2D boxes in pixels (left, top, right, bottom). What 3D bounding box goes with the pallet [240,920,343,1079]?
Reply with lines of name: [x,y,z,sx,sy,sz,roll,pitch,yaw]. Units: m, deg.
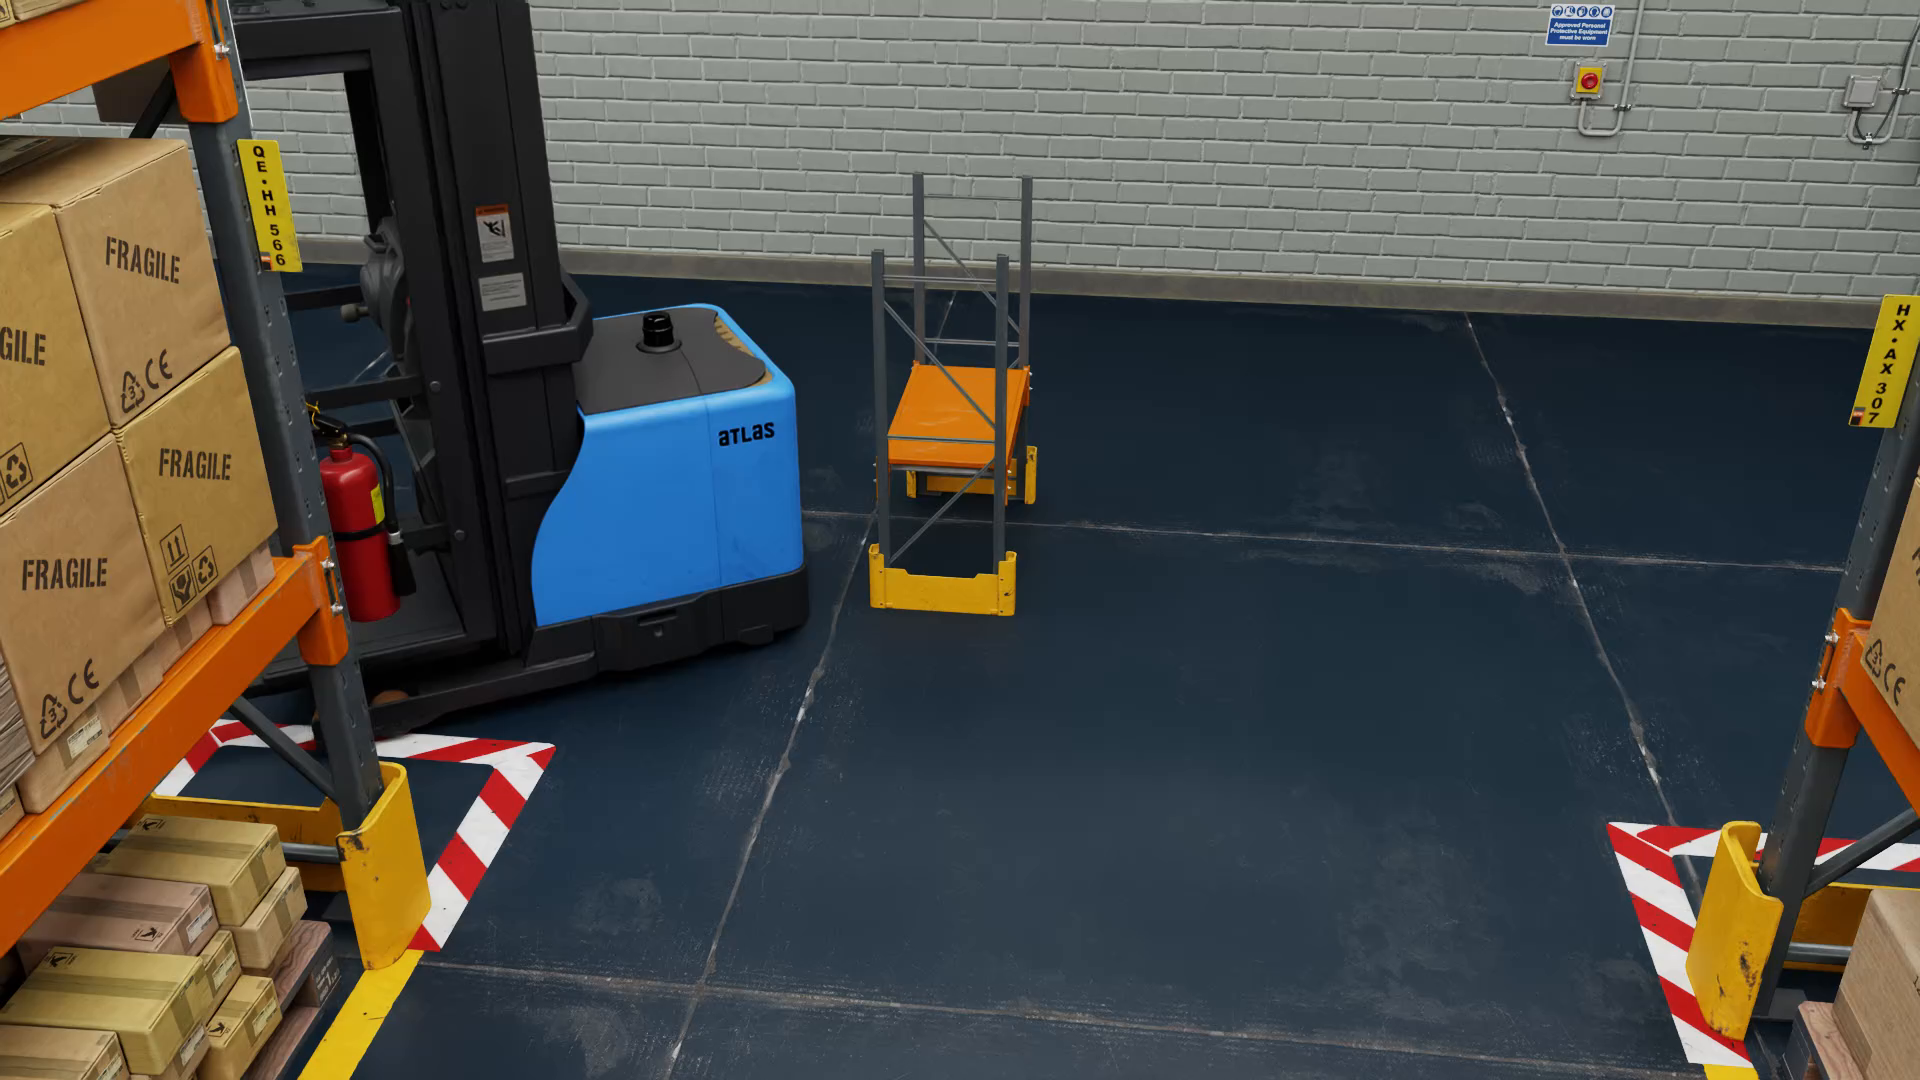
pallet: [-2.365,1.443,4.349,1.003,0.211,1.213,3,28,6]

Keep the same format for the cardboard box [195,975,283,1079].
cardboard box: [-2.009,1.256,4.318,0.380,0.149,0.250,4,29,8]

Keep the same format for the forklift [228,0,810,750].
forklift: [-2.152,-0.832,5.704,3.031,2.935,1.130,-12,31,-22]

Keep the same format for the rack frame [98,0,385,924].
rack frame: [-2.221,-0.201,4.460,1.000,3.000,0.127,3,28,6]

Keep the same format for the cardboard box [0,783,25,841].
cardboard box: [-2.133,0.557,3.318,0.380,0.149,0.250,2,28,4]

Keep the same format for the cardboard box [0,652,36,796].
cardboard box: [-2.141,0.332,3.052,0.500,0.500,0.500,3,29,6]

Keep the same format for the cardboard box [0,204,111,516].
cardboard box: [-2.092,-0.348,3.259,0.500,0.500,0.500,2,28,4]

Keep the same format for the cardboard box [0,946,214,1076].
cardboard box: [-2.028,1.116,3.952,0.380,0.149,0.250,3,28,5]

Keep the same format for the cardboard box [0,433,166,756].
cardboard box: [-2.089,0.093,3.496,0.500,0.500,0.500,3,28,5]

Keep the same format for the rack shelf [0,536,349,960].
rack shelf: [-2.466,1.057,2.883,1.077,0.370,4.000,3,28,6]

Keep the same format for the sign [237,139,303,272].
sign: [-1.672,-0.808,4.033,0.100,0.325,0.005,3,28,6]

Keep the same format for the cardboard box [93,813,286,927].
cardboard box: [-2.034,0.871,4.406,0.380,0.149,0.250,4,29,7]

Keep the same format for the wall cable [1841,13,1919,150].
wall cable: [4.781,-2.987,8.560,0.588,1.984,0.122,3,28,6]

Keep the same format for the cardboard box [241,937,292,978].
cardboard box: [-2.078,1.129,4.554,0.380,0.149,0.250,4,29,7]

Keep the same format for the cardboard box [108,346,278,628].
cardboard box: [-2.020,-0.149,3.945,0.500,0.500,0.500,4,29,7]

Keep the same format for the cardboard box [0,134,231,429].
cardboard box: [-2.030,-0.586,3.702,0.500,0.500,0.500,3,28,5]

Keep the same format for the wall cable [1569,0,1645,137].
wall cable: [3.372,-3.077,8.695,0.585,1.953,0.123,3,28,6]

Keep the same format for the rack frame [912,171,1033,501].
rack frame: [0.052,-0.859,7.264,0.500,1.500,0.032,3,28,6]

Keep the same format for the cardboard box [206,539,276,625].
cardboard box: [-1.980,0.080,4.204,0.380,0.149,0.250,3,28,6]

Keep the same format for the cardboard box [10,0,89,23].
cardboard box: [-2.014,-1.226,3.358,0.500,0.250,0.500,3,28,5]

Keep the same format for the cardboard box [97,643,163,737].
cardboard box: [-2.064,0.314,3.770,0.380,0.149,0.250,3,28,6]

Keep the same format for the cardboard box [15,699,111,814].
cardboard box: [-2.072,0.435,3.545,0.380,0.149,0.250,4,29,8]

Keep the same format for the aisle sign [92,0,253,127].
aisle sign: [-1.914,-1.362,3.875,0.394,0.787,0.004,3,28,6]

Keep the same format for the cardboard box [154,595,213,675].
cardboard box: [-2.048,0.195,3.991,0.380,0.149,0.250,3,28,6]

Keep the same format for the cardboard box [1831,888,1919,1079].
cardboard box: [2.723,1.299,3.935,0.875,0.438,0.875,2,28,4]

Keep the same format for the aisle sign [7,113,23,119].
aisle sign: [-2.509,-1.397,3.940,0.394,0.787,0.004,3,28,6]

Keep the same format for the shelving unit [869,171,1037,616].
shelving unit: [-0.009,-0.624,6.828,0.587,1.500,1.083,3,28,6]

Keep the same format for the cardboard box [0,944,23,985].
cardboard box: [-2.537,0.971,4.220,0.380,0.149,0.250,4,29,7]

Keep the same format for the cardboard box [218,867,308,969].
cardboard box: [-2.002,1.004,4.474,0.380,0.149,0.250,3,28,5]

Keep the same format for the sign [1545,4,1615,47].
sign: [3.332,-2.767,8.938,0.327,0.218,0.001,3,28,6]

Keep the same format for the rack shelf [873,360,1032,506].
rack shelf: [-0.010,-0.462,6.905,0.538,0.185,1.000,3,28,6]

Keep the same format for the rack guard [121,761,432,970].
rack guard: [-2.230,0.935,4.986,1.175,0.500,0.348,3,28,6]

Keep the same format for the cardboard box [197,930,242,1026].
cardboard box: [-2.088,1.123,4.251,0.380,0.149,0.250,3,28,5]

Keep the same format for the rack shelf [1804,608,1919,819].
rack shelf: [2.459,1.298,2.437,1.077,0.370,4.000,3,28,6]

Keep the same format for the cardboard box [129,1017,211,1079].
cardboard box: [-2.064,1.248,4.020,0.380,0.149,0.250,2,28,4]

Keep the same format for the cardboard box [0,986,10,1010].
cardboard box: [-2.571,1.216,4.079,0.380,0.149,0.250,4,29,7]

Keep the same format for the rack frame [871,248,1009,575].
rack frame: [-0.073,-0.381,6.376,0.500,1.500,0.032,3,28,6]

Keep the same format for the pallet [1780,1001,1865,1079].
pallet: [2.684,1.648,3.969,1.003,0.211,1.213,3,28,6]

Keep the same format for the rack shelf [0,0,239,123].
rack shelf: [-2.466,-0.263,2.172,1.077,0.370,4.000,3,28,6]

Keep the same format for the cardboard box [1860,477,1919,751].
cardboard box: [2.361,0.205,3.602,0.500,0.500,0.500,3,28,6]

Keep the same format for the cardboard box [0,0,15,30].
cardboard box: [-2.069,-0.985,2.912,0.500,0.250,0.500,3,28,6]

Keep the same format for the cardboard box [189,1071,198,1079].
cardboard box: [-2.127,1.376,4.097,0.380,0.149,0.250,3,28,6]

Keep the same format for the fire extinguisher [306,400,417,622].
fire extinguisher: [-1.732,-0.094,4.737,0.296,0.674,0.183,3,28,6]

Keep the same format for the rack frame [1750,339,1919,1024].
rack frame: [2.704,0.039,4.014,1.000,3.000,0.127,3,28,6]

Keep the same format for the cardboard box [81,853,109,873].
cardboard box: [-2.540,0.970,4.536,0.380,0.149,0.250,5,29,8]

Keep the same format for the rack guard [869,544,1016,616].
rack guard: [-0.070,0.160,6.689,0.587,0.250,0.087,3,28,6]

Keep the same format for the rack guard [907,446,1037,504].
rack guard: [0.052,-0.309,7.559,0.587,0.250,0.087,3,28,6]

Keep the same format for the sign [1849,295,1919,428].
sign: [2.154,-0.412,3.855,0.100,0.325,0.005,3,28,6]

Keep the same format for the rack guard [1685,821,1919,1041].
rack guard: [2.707,1.129,4.628,1.175,0.500,0.348,3,28,6]

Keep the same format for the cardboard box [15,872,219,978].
cardboard box: [-2.122,0.986,4.192,0.380,0.149,0.250,4,29,7]

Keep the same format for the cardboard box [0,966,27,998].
cardboard box: [-2.629,1.096,4.303,0.380,0.149,0.250,3,28,6]

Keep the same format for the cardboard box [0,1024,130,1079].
cardboard box: [-2.122,1.234,3.733,0.380,0.149,0.250,2,28,4]

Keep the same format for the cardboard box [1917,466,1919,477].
cardboard box: [2.363,-0.235,3.365,0.500,0.500,0.500,3,28,5]
